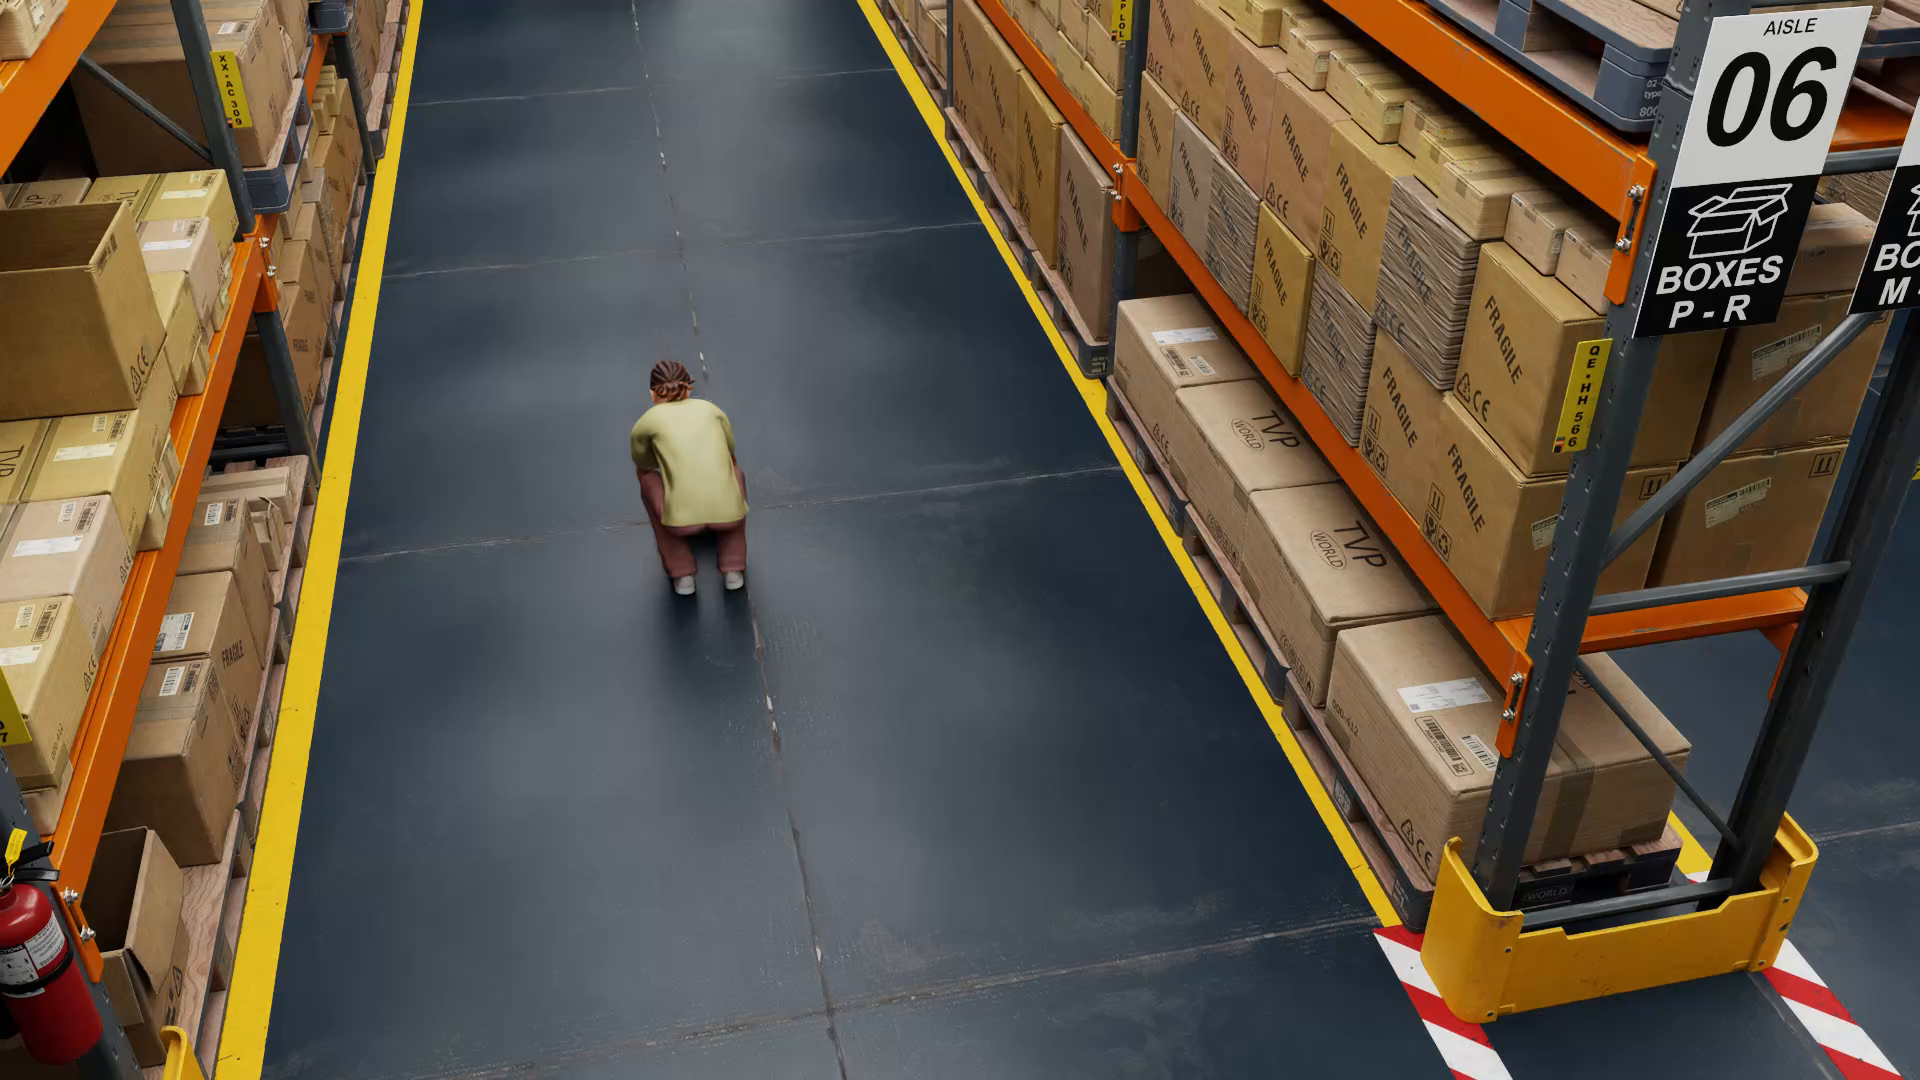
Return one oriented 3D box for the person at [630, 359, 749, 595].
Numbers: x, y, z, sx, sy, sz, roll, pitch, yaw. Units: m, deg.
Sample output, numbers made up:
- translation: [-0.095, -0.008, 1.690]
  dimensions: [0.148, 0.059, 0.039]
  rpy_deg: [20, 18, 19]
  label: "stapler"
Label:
- translation: [-1.171, -0.260, 7.252]
  dimensions: [0.486, 0.856, 0.802]
  rpy_deg: [-7, 35, -10]
  label: "person"
